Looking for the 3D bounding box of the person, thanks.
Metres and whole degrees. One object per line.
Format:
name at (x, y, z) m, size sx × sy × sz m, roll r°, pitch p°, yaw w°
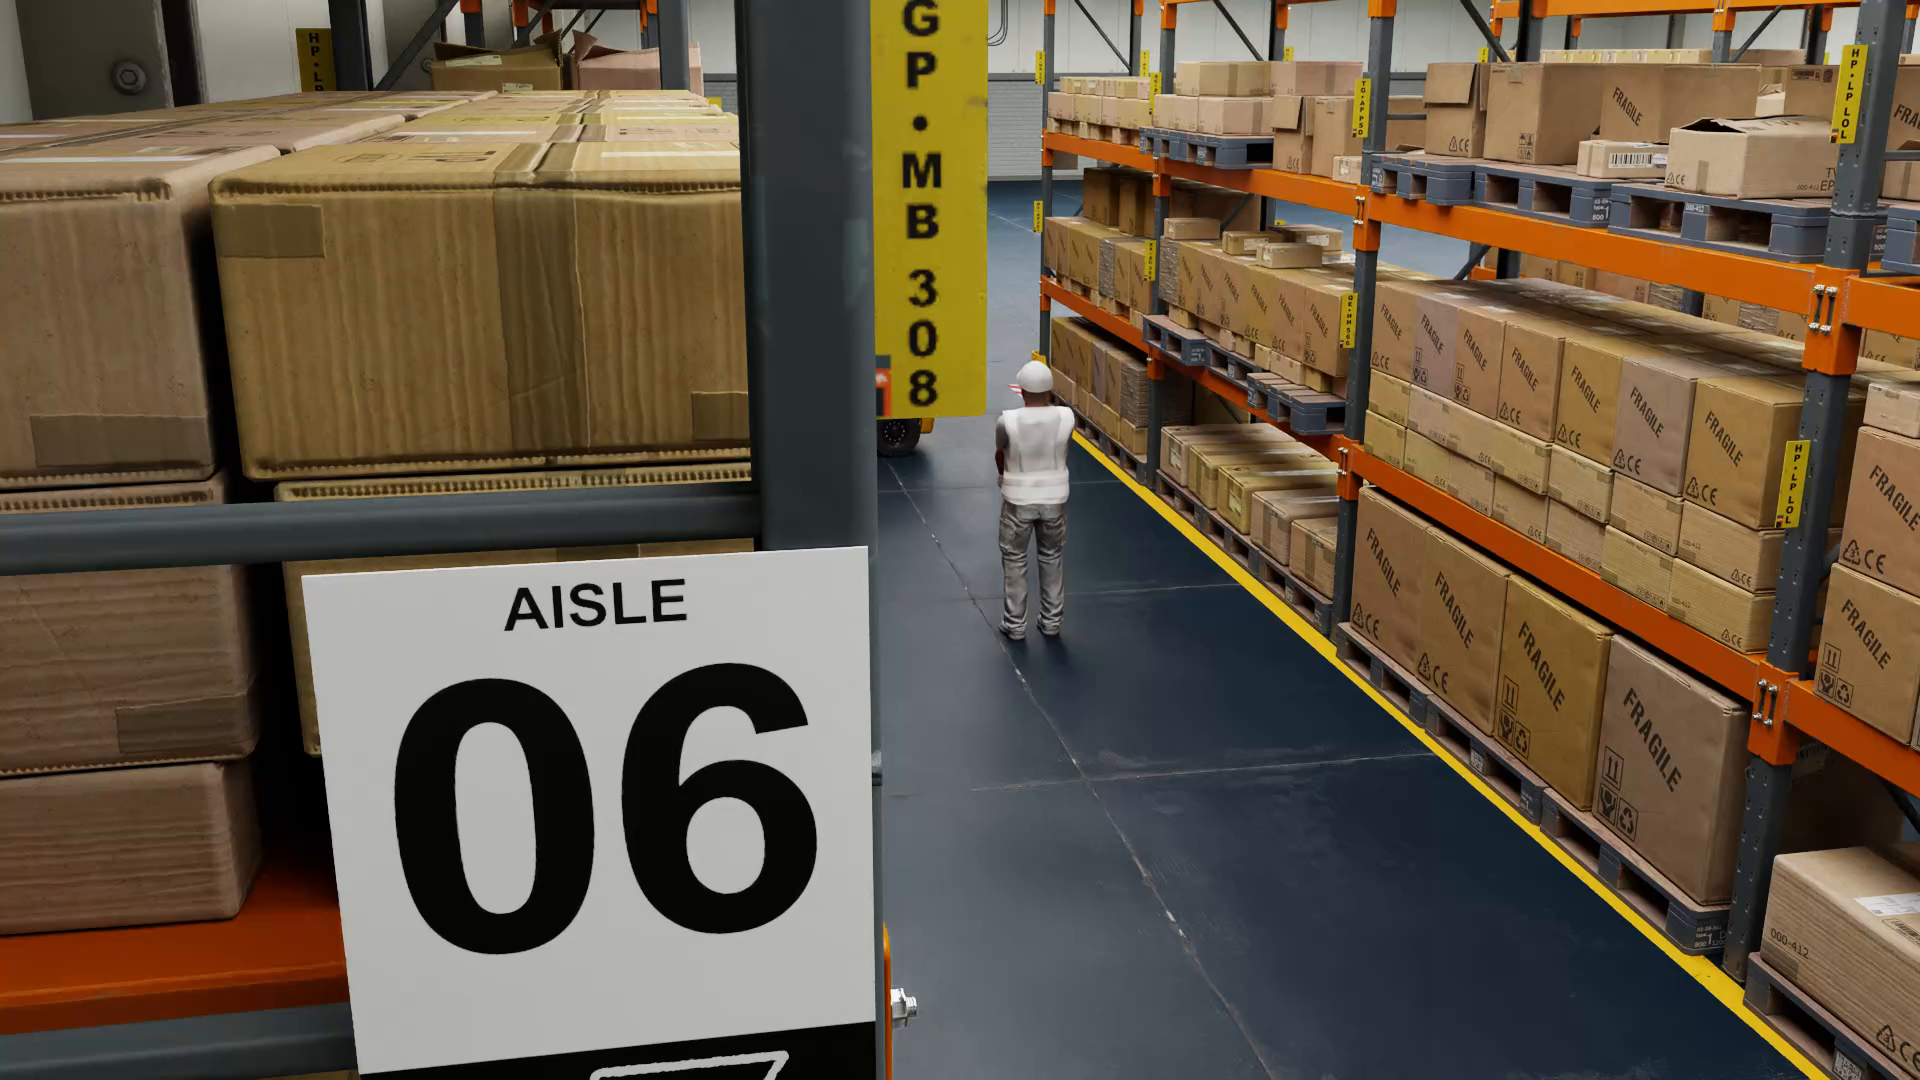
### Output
person at (0.436, -0.275, 10.454) m, size 0.487 × 1.779 × 0.584 m, roll -3°, pitch 16°, yaw -10°
